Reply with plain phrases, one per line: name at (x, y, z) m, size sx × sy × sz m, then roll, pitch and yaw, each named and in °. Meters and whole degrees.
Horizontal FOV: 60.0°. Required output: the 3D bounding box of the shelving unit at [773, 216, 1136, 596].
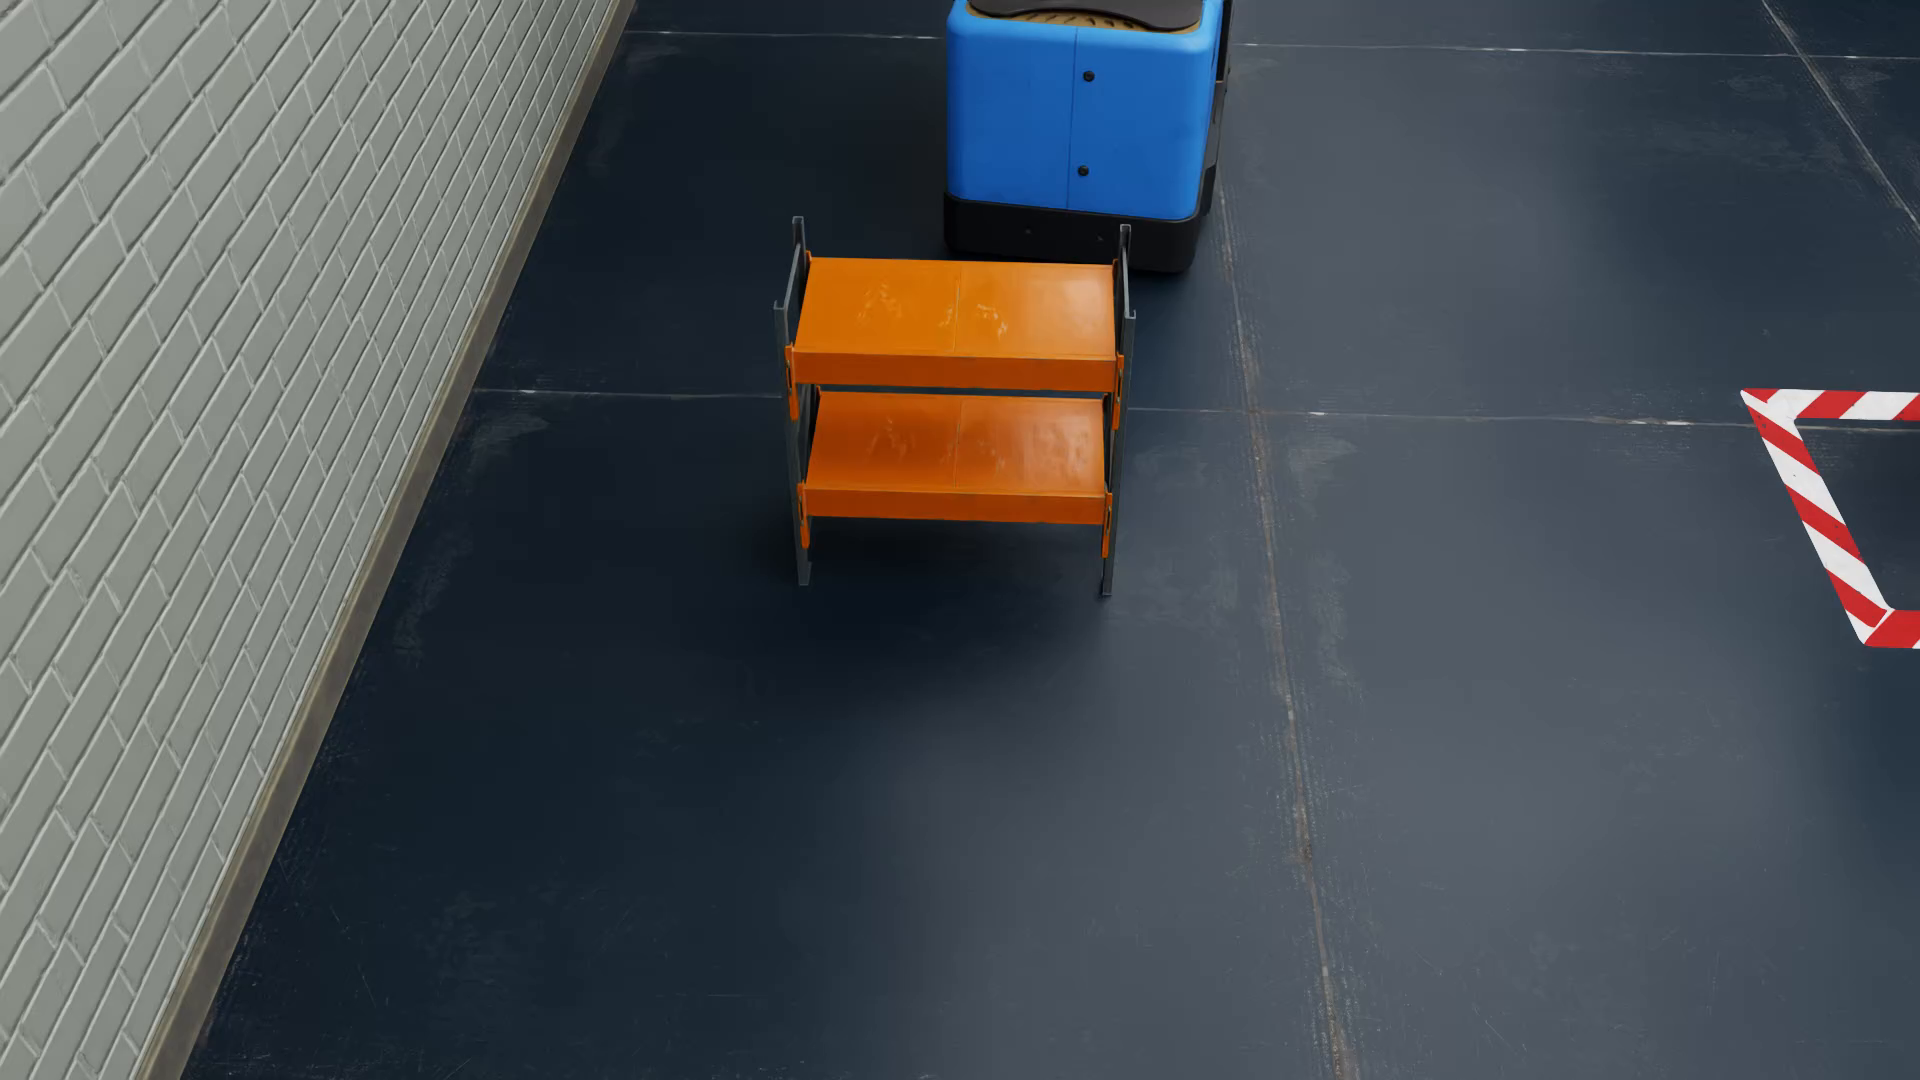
shelving unit at (-0.007, -0.412, 5.367) m, size 1.048 × 1.125 × 0.538 m, roll 2°, pitch 43°, yaw 2°

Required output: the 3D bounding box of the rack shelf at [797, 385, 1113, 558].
rack shelf at (-0.007, -0.233, 5.533) m, size 1.000 × 0.278 × 0.538 m, roll 2°, pitch 43°, yaw 2°

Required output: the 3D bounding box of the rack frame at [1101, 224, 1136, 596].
rack frame at (0.501, -0.396, 5.350) m, size 0.032 × 1.125 × 0.500 m, roll 2°, pitch 43°, yaw 2°

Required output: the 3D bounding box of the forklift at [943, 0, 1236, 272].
forklift at (0.711, -3.185, 7.019) m, size 1.130 × 2.935 × 3.031 m, roll 7°, pitch 43°, yaw 8°

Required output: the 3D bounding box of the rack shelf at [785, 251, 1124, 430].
rack shelf at (-0.007, -0.626, 5.167) m, size 1.000 × 0.278 × 0.538 m, roll 2°, pitch 43°, yaw 2°

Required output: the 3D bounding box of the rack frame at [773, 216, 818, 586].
rack frame at (-0.515, -0.427, 5.384) m, size 0.032 × 1.125 × 0.500 m, roll 2°, pitch 43°, yaw 2°
